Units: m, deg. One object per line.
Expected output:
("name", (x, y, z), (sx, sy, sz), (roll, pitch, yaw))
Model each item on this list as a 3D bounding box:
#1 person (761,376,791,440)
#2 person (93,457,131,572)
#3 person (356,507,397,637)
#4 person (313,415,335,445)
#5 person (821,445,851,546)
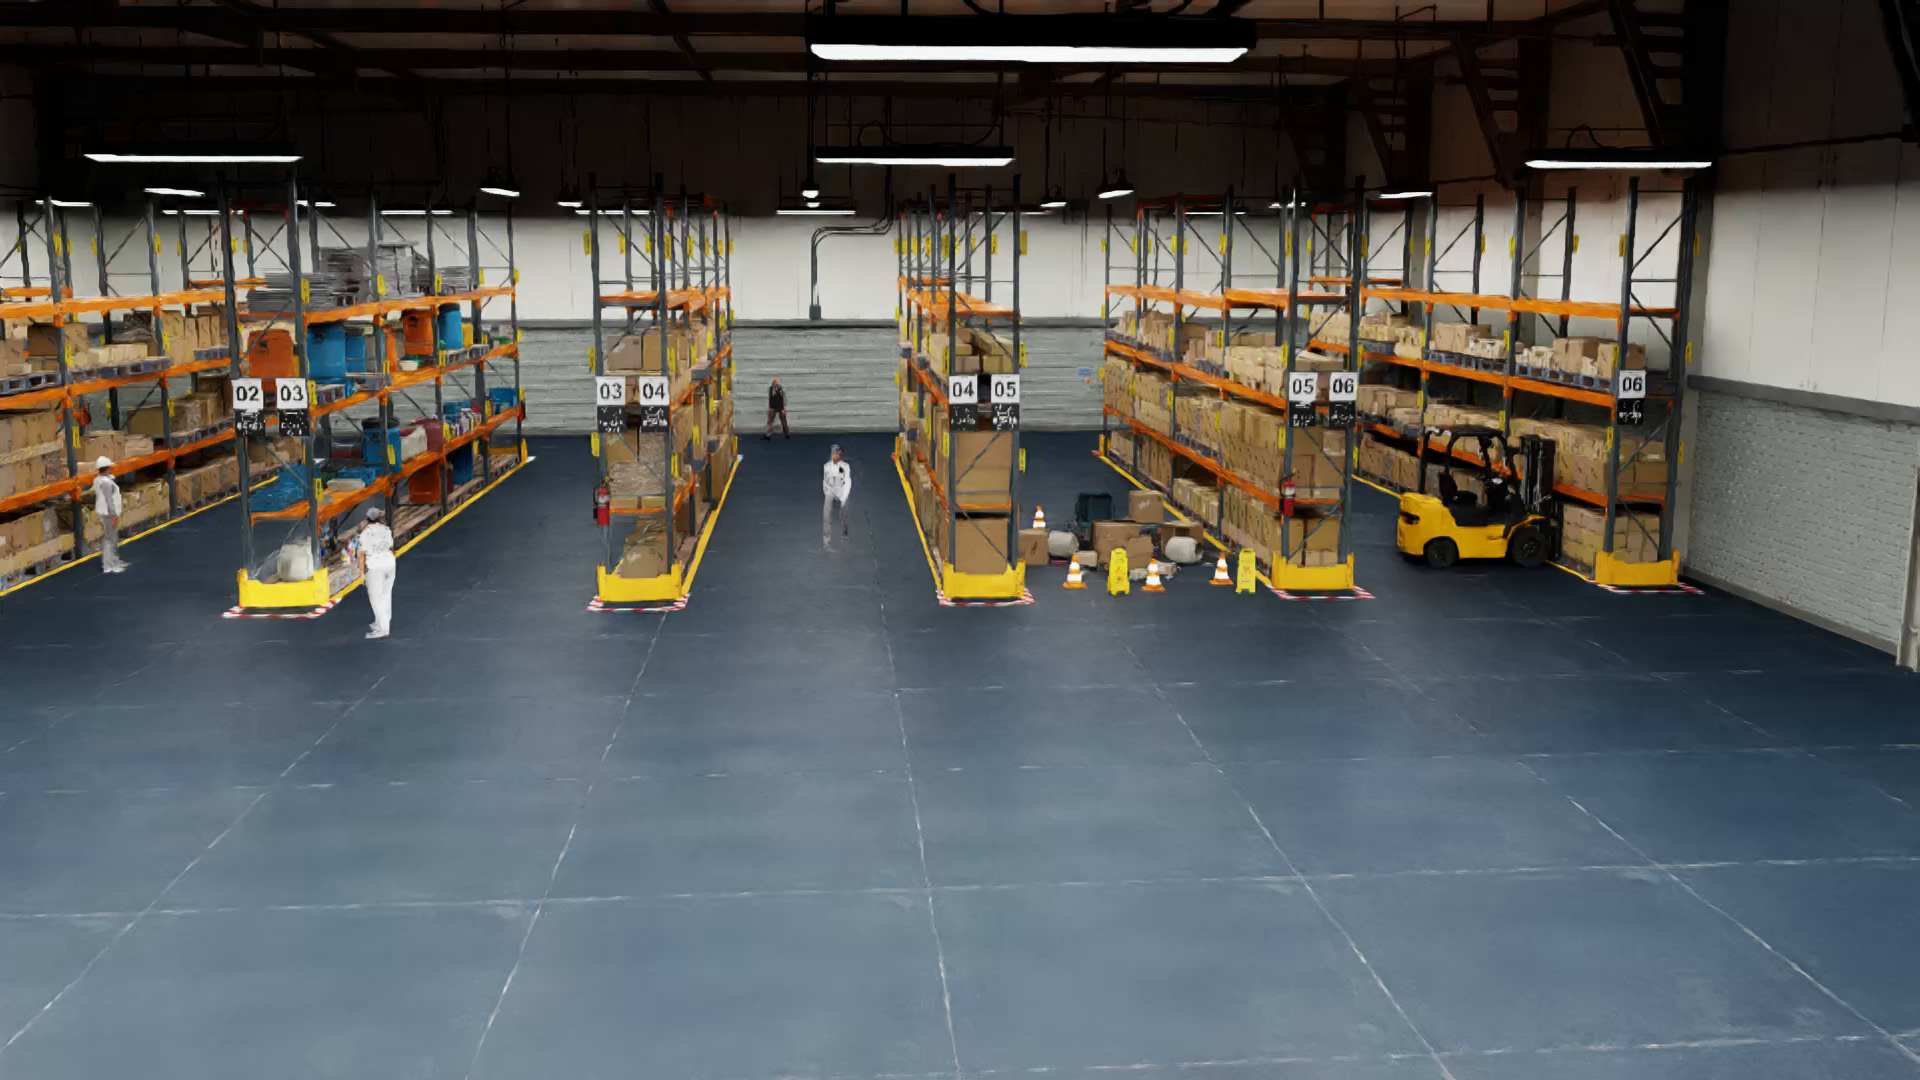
("person", (-4.784, -3.455, 43.457), (0.581, 1.678, 0.951), (4, 11, 19))
("person", (-13.199, -0.415, 25.878), (0.450, 1.772, 0.584), (-7, 12, -35))
("person", (-7.603, 0.392, 21.646), (0.556, 1.659, 0.598), (5, 11, 26))
("person", (-15.893, -3.078, 41.271), (0.566, 1.658, 0.688), (7, 12, 33))
("person", (-1.958, -0.726, 26.531), (0.481, 1.614, 1.007), (1, 10, 4))
